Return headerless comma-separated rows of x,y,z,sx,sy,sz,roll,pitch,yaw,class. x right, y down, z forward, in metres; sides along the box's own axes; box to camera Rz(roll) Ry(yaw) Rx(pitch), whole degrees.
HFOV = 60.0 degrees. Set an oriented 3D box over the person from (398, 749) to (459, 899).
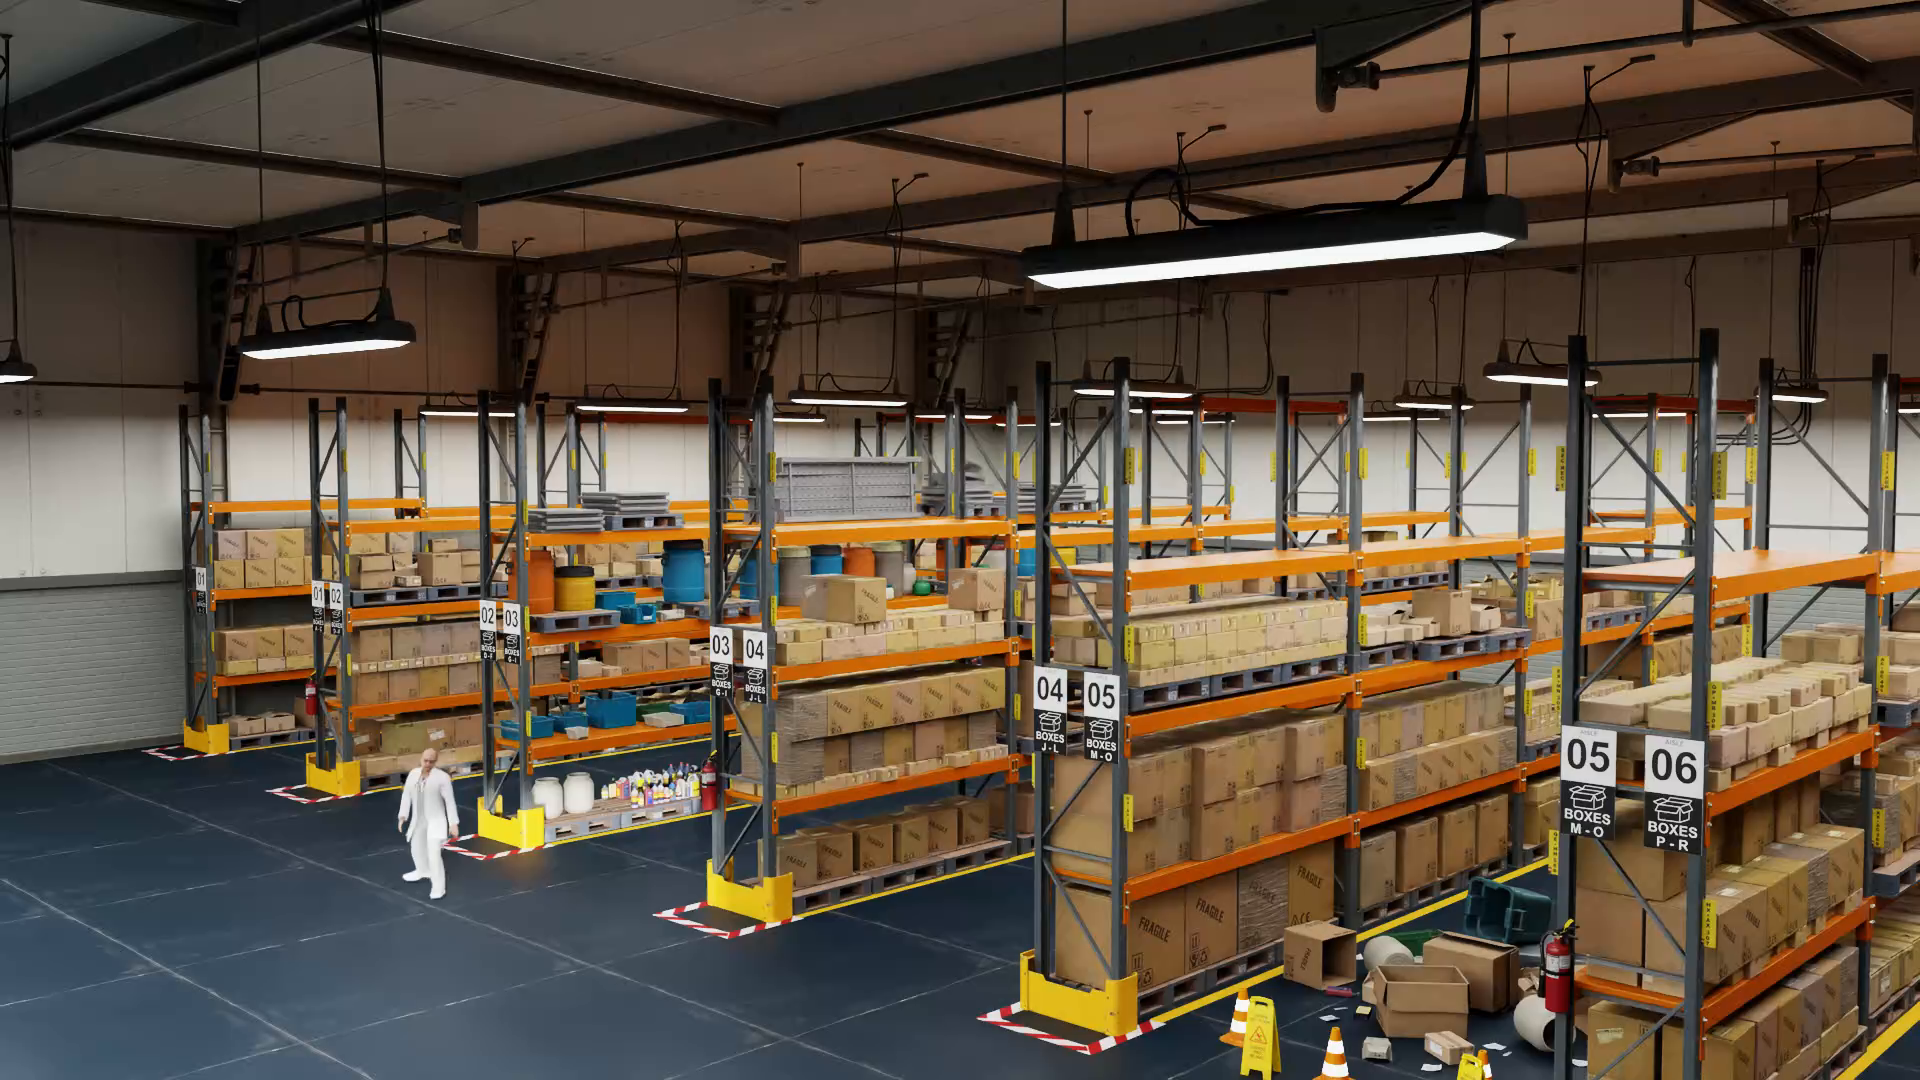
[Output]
-6.281,3.274,19.551,0.907,1.715,0.789,1,3,19,person
